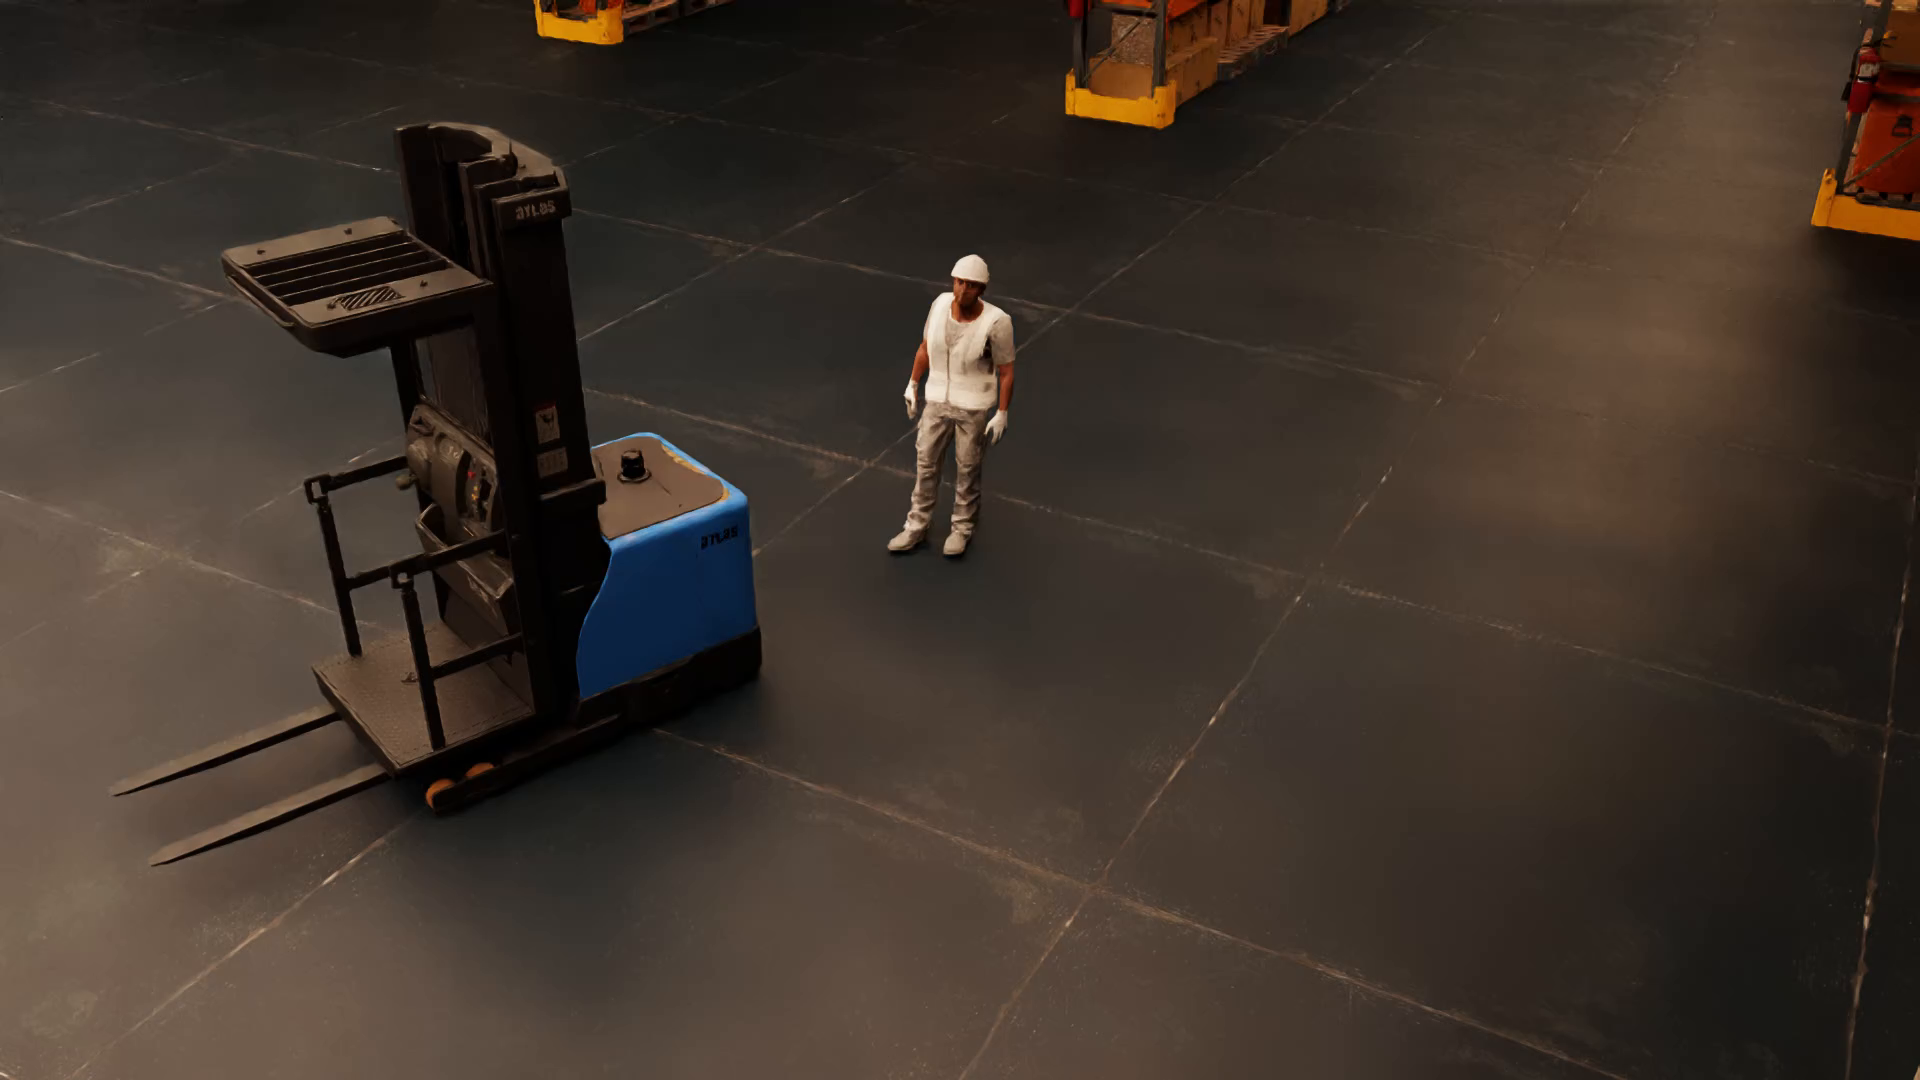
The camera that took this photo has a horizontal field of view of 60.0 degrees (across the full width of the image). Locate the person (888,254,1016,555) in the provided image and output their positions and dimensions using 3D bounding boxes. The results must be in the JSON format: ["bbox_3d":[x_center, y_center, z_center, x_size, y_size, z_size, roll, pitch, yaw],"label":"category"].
[{"bbox_3d":[-0.042,-0.749,9.502,0.655,1.782,0.576,15,33,25],"label":"person"}]

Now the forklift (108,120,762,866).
[{"bbox_3d":[-2.503,-0.286,7.566,3.031,2.935,1.130,-22,37,-33],"label":"forklift"}]
